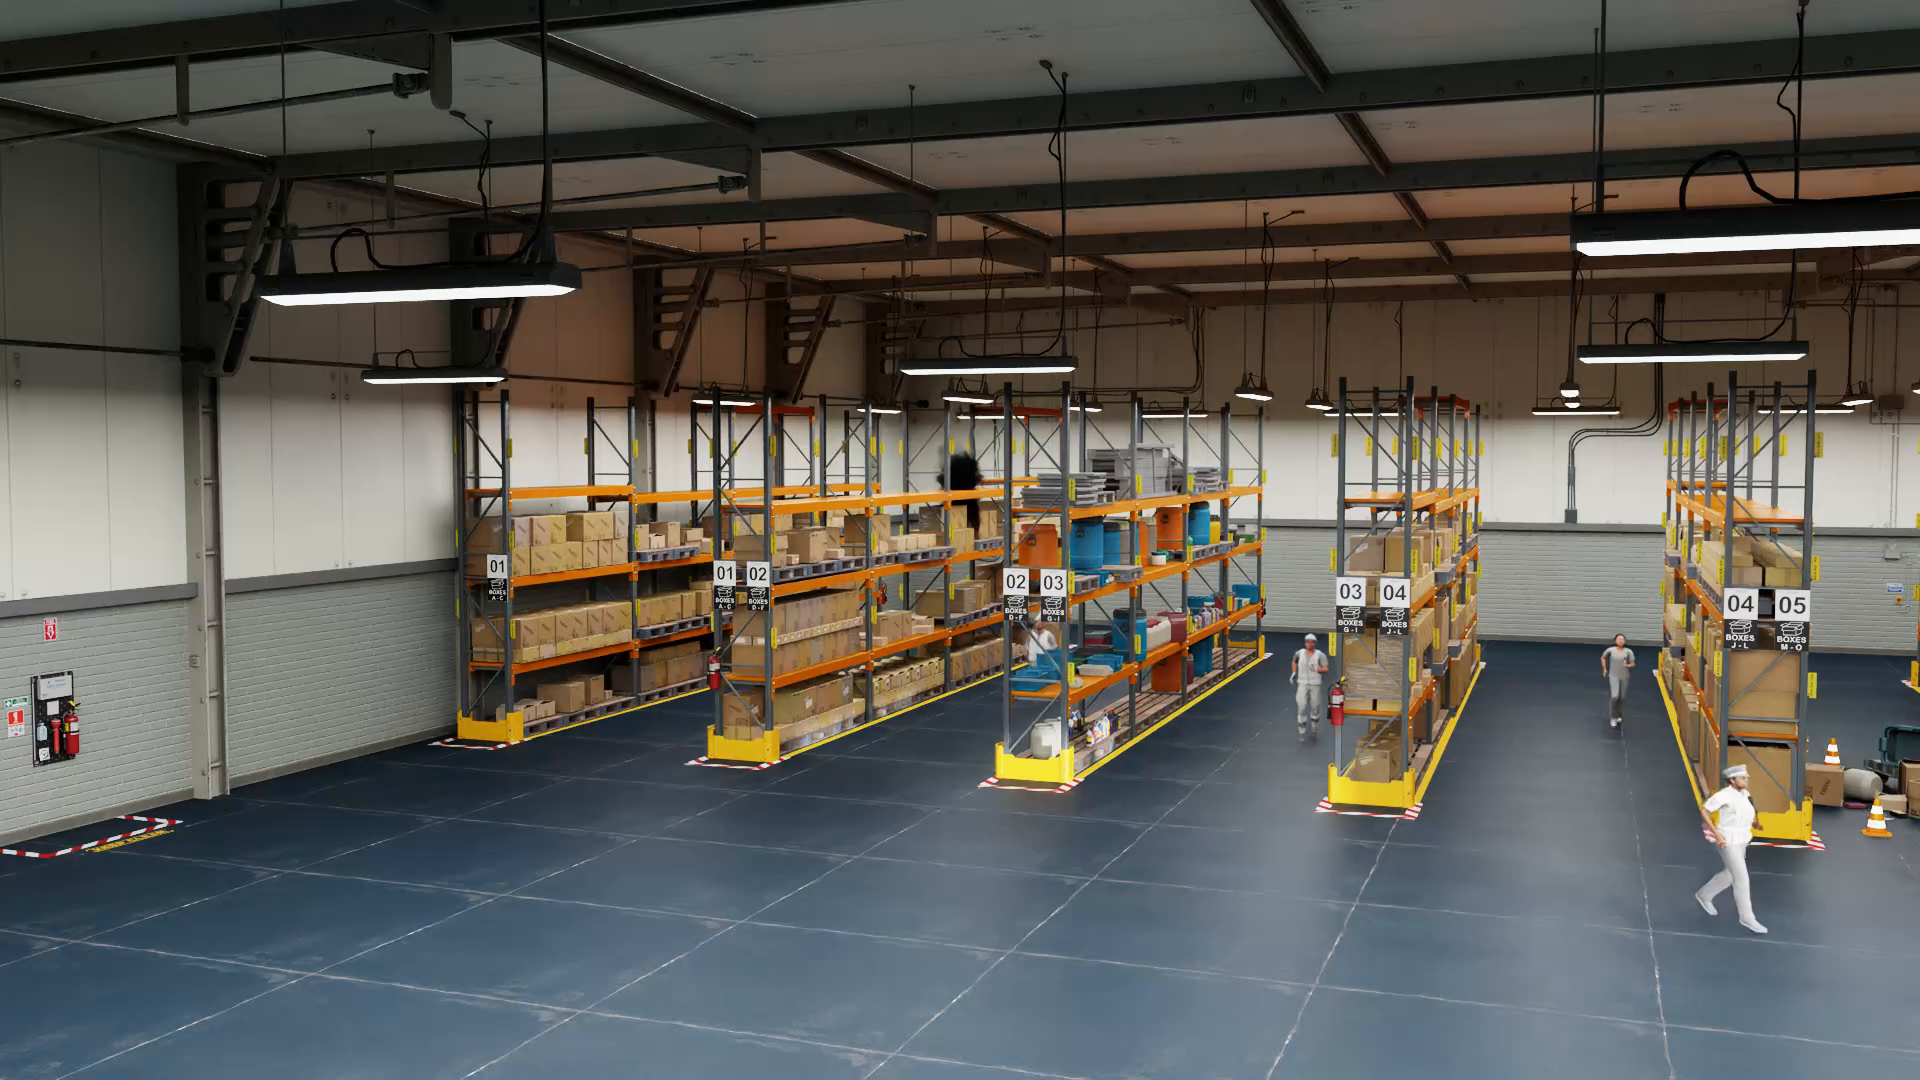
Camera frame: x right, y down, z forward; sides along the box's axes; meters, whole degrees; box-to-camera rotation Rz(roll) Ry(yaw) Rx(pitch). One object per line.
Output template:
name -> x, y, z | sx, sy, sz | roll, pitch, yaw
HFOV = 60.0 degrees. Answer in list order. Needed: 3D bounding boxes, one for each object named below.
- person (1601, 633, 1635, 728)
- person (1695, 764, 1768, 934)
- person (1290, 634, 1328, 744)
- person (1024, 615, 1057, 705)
person -> 11.842, 2.521, 29.904 | 0.533, 1.700, 0.712 | 1, 3, 12
person -> 8.096, 3.176, 17.435 | 0.586, 1.699, 0.867 | -2, 4, -34
person -> 5.993, 2.523, 28.542 | 0.652, 1.838, 0.836 | 1, 3, 16
person -> 1.533, 2.322, 32.180 | 0.656, 1.719, 0.610 | 1, 3, 18
